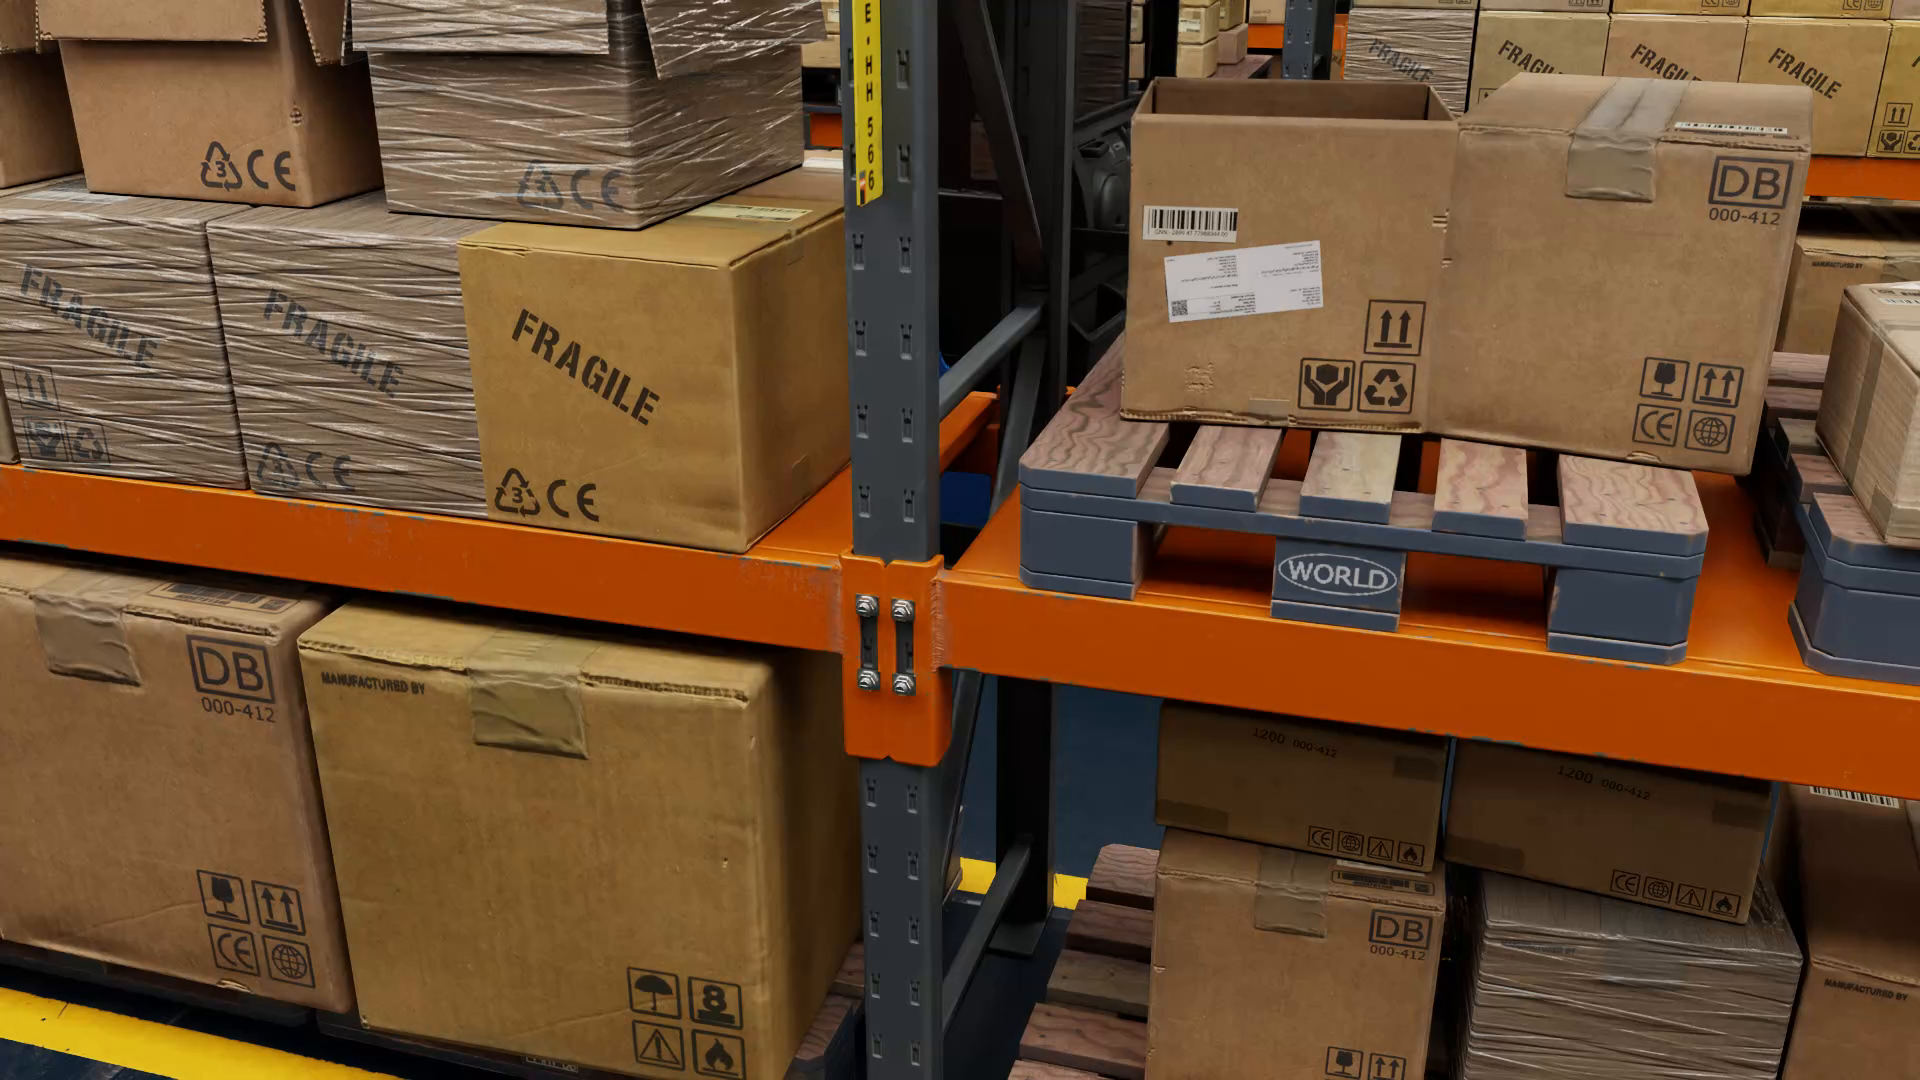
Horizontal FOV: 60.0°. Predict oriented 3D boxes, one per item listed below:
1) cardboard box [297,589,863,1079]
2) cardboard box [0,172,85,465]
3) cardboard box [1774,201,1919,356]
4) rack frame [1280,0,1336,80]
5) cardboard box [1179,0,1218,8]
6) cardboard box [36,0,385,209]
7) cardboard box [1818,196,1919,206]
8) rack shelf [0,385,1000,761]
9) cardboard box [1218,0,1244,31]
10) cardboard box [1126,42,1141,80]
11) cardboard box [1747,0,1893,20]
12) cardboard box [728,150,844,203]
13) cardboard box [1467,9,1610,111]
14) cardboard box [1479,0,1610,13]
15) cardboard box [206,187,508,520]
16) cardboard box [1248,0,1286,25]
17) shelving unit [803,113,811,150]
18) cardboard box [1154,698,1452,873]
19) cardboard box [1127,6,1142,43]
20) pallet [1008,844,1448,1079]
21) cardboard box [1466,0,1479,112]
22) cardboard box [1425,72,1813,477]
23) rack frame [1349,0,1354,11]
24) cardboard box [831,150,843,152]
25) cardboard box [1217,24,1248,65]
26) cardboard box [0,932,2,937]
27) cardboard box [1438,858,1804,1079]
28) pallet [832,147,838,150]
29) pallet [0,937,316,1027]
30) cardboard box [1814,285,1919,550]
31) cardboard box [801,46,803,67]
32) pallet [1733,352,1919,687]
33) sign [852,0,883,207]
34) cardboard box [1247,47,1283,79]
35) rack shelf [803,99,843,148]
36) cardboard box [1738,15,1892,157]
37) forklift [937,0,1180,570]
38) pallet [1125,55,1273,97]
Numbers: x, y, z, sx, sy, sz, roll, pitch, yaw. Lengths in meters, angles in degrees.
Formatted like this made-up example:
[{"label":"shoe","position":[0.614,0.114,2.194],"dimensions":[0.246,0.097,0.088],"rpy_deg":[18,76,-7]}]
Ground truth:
[{"label":"cardboard box","position":[-0.629,0.393,3.607],"dimensions":[0.875,0.875,1.225],"rpy_deg":[5,23,13]},{"label":"cardboard box","position":[-1.978,-0.492,3.385],"dimensions":[0.500,0.500,0.500],"rpy_deg":[7,23,17]},{"label":"cardboard box","position":[3.842,-0.961,7.072],"dimensions":[0.750,0.750,1.050],"rpy_deg":[7,23,15]},{"label":"rack frame","position":[1.556,-2.104,7.447],"dimensions":[0.127,3.000,1.000],"rpy_deg":[7,23,16]},{"label":"cardboard box","position":[0.954,-2.344,7.027],"dimensions":[0.250,0.149,0.380],"rpy_deg":[6,23,13]},{"label":"cardboard box","position":[-1.292,-0.982,3.257],"dimensions":[0.637,0.503,0.797],"rpy_deg":[7,23,17]},{"label":"cardboard box","position":[6.215,-2.510,11.346],"dimensions":[0.625,0.372,0.950],"rpy_deg":[7,23,16]},{"label":"rack shelf","position":[-1.889,-0.199,3.751],"dimensions":[4.000,0.370,1.077],"rpy_deg":[7,23,16]},{"label":"cardboard box","position":[1.151,-2.446,7.665],"dimensions":[0.250,0.149,0.380],"rpy_deg":[8,24,18]},{"label":"cardboard box","position":[0.713,-2.097,7.207],"dimensions":[0.250,0.149,0.380],"rpy_deg":[6,23,15]},{"label":"cardboard box","position":[3.448,-2.394,6.704],"dimensions":[0.500,0.500,0.700],"rpy_deg":[6,23,15]},{"label":"cardboard box","position":[-0.361,-0.511,3.432],"dimensions":[0.500,0.500,0.500],"rpy_deg":[7,23,17]},{"label":"cardboard box","position":[2.395,-1.948,6.935],"dimensions":[0.500,0.500,0.500],"rpy_deg":[6,23,15]},{"label":"cardboard box","position":[2.467,-2.505,6.975],"dimensions":[0.500,0.500,0.700],"rpy_deg":[6,23,15]},{"label":"cardboard box","position":[-0.994,-0.380,3.112],"dimensions":[0.500,0.500,0.500],"rpy_deg":[6,23,15]},{"label":"cardboard box","position":[2.330,-3.805,11.792],"dimensions":[0.500,0.250,0.500],"rpy_deg":[6,23,14]},{"label":"shelving unit","position":[-1.144,-0.884,6.449],"dimensions":[1.083,1.500,0.587],"rpy_deg":[9,24,22]},{"label":"cardboard box","position":[0.676,0.356,3.176],"dimensions":[0.500,0.250,0.500],"rpy_deg":[8,23,18]},{"label":"cardboard box","position":[0.695,-2.237,7.157],"dimensions":[0.250,0.149,0.380],"rpy_deg":[7,23,18]},{"label":"pallet","position":[0.774,1.063,3.399],"dimensions":[1.213,0.211,1.003],"rpy_deg":[7,23,16]},{"label":"cardboard box","position":[2.541,-2.143,7.411],"dimensions":[0.500,0.500,0.500],"rpy_deg":[7,23,16]},{"label":"cardboard box","position":[1.118,-0.484,2.812],"dimensions":[0.500,0.500,0.700],"rpy_deg":[10,24,23]},{"label":"rack frame","position":[2.889,-3.914,11.858],"dimensions":[0.127,3.000,1.000],"rpy_deg":[7,23,16]},{"label":"cardboard box","position":[-0.489,-1.823,8.515],"dimensions":[0.500,0.250,0.500],"rpy_deg":[5,23,13]},{"label":"cardboard box","position":[1.186,-2.304,7.713],"dimensions":[0.250,0.149,0.380],"rpy_deg":[6,23,15]},{"label":"cardboard box","position":[-2.329,0.198,4.082],"dimensions":[0.875,0.875,1.225],"rpy_deg":[6,23,14]},{"label":"cardboard box","position":[1.208,0.762,3.173],"dimensions":[0.500,0.500,0.700],"rpy_deg":[5,23,11]},{"label":"pallet","position":[-1.646,-3.174,13.729],"dimensions":[1.213,0.211,1.003],"rpy_deg":[7,23,16]},{"label":"pallet","position":[-1.871,0.729,4.215],"dimensions":[1.213,0.211,1.003],"rpy_deg":[7,23,16]},{"label":"cardboard box","position":[1.564,-0.171,2.377],"dimensions":[0.500,0.250,0.500],"rpy_deg":[6,23,14]},{"label":"cardboard box","position":[-0.778,-2.269,7.627],"dimensions":[0.250,0.149,0.380],"rpy_deg":[6,23,15]},{"label":"pallet","position":[1.933,-0.022,2.624],"dimensions":[1.213,0.211,1.003],"rpy_deg":[7,23,16]},{"label":"sign","position":[-0.131,-0.647,2.368],"dimensions":[0.005,0.325,0.100],"rpy_deg":[7,23,16]},{"label":"cardboard box","position":[2.251,-3.231,12.440],"dimensions":[0.875,0.875,0.875],"rpy_deg":[6,23,15]},{"label":"rack shelf","position":[-0.359,-1.990,8.118],"dimensions":[4.000,0.370,1.077],"rpy_deg":[7,23,16]},{"label":"cardboard box","position":[3.354,-1.837,6.665],"dimensions":[0.500,0.500,0.500],"rpy_deg":[6,23,15]},{"label":"forklift","position":[0.723,-1.213,5.365],"dimensions":[3.031,2.935,1.130],"rpy_deg":[9,24,22]},{"label":"pallet","position":[0.843,-2.055,7.579],"dimensions":[1.003,0.211,1.213],"rpy_deg":[7,23,16]}]
